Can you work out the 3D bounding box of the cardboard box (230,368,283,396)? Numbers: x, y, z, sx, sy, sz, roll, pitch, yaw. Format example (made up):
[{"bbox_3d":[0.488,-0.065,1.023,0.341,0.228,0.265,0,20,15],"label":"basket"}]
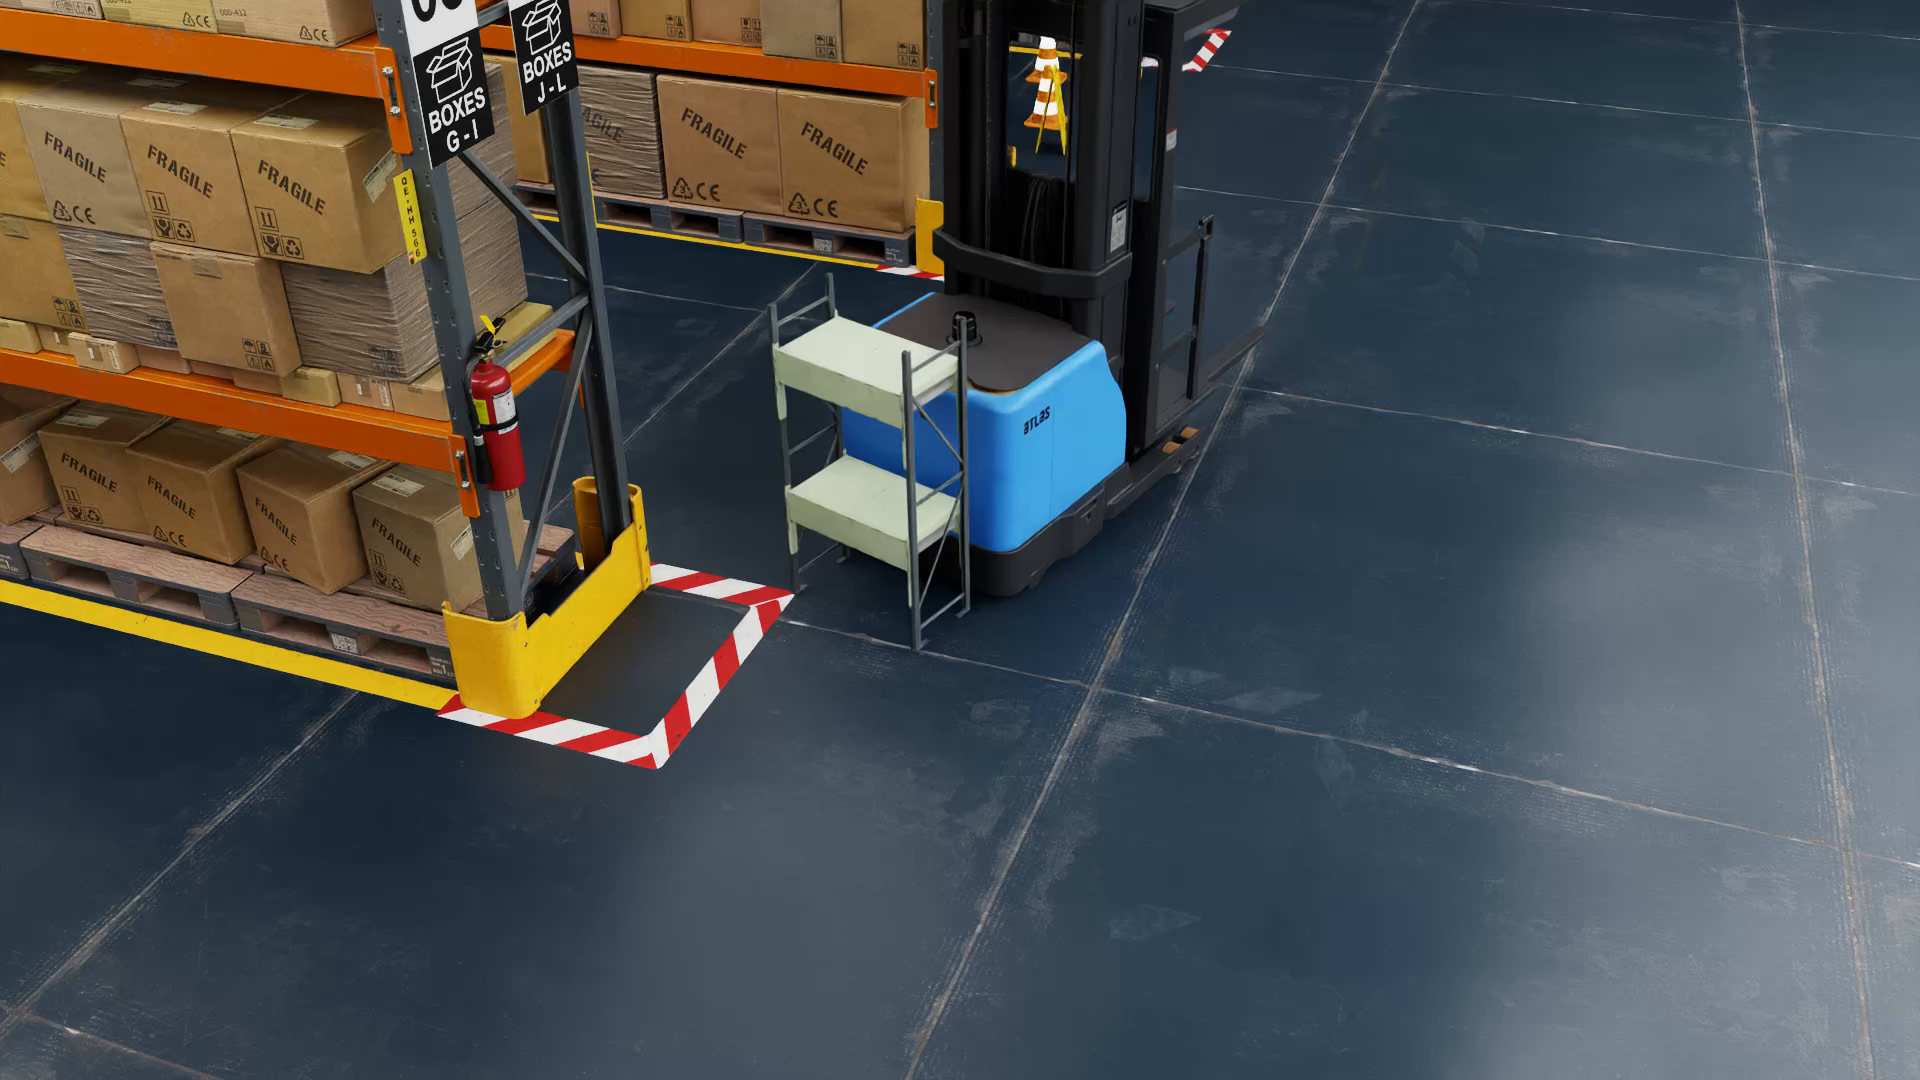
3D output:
[{"bbox_3d":[-2.797,-0.763,6.898,0.250,0.149,0.380,11,34,16],"label":"cardboard box"}]

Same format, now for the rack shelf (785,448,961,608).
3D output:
[{"bbox_3d":[-0.379,-0.064,7.557,0.720,0.370,0.431,23,41,31],"label":"rack shelf"}]

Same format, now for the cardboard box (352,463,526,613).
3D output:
[{"bbox_3d":[-2.323,-0.052,7.483,0.500,0.500,0.500,18,37,25],"label":"cardboard box"}]

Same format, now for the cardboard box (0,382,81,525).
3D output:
[{"bbox_3d":[-4.602,-0.467,8.125,0.500,0.500,0.500,23,39,31],"label":"cardboard box"}]

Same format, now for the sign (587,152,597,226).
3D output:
[{"bbox_3d":[-1.558,-1.444,6.923,0.005,0.325,0.100,11,34,16],"label":"sign"}]

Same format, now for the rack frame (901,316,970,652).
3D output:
[{"bbox_3d":[-0.094,-0.214,7.188,0.023,1.500,0.400,23,41,31],"label":"rack frame"}]

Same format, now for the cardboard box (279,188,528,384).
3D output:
[{"bbox_3d":[-2.250,-1.085,6.798,0.500,0.500,0.875,11,34,16],"label":"cardboard box"}]

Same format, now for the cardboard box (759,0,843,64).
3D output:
[{"bbox_3d":[-0.862,-3.514,10.790,0.550,0.550,0.875,11,34,16],"label":"cardboard box"}]

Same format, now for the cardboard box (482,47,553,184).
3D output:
[{"bbox_3d":[-3.170,-3.182,11.985,0.875,0.875,0.875,12,35,17],"label":"cardboard box"}]

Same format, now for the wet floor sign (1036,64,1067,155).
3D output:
[{"bbox_3d":[0.723,-3.334,12.819,0.232,0.644,0.267,5,33,8],"label":"wet floor sign"}]

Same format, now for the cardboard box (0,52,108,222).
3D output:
[{"bbox_3d":[-3.753,-1.641,6.739,0.500,0.500,0.500,11,34,16],"label":"cardboard box"}]

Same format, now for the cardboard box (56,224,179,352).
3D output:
[{"bbox_3d":[-3.217,-1.228,7.021,0.500,0.500,0.875,11,34,16],"label":"cardboard box"}]

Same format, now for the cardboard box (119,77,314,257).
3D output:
[{"bbox_3d":[-2.815,-1.453,6.447,0.500,0.500,0.500,11,34,16],"label":"cardboard box"}]

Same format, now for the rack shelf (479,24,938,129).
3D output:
[{"bbox_3d":[-1.855,-3.381,11.384,4.000,0.370,1.077,11,34,16],"label":"rack shelf"}]

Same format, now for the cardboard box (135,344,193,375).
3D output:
[{"bbox_3d":[-3.261,-0.865,7.055,0.250,0.149,0.380,11,34,16],"label":"cardboard box"}]

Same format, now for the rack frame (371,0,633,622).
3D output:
[{"bbox_3d":[-1.741,-0.803,6.728,0.127,3.000,1.000,11,34,16],"label":"rack frame"}]

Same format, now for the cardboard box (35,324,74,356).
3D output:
[{"bbox_3d":[-3.739,-0.946,7.182,0.250,0.149,0.380,11,34,16],"label":"cardboard box"}]

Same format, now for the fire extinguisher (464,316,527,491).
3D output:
[{"bbox_3d":[-1.789,-0.514,6.352,0.183,0.674,0.296,11,34,16],"label":"fire extinguisher"}]

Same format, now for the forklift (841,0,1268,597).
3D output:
[{"bbox_3d":[0.662,-1.719,8.210,1.130,2.935,3.031,21,38,29],"label":"forklift"}]

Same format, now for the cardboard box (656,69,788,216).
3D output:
[{"bbox_3d":[-1.462,-2.851,11.472,0.875,0.875,0.875,10,34,16],"label":"cardboard box"}]

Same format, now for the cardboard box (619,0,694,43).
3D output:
[{"bbox_3d":[-1.860,-3.757,11.165,0.500,0.550,0.875,11,34,16],"label":"cardboard box"}]

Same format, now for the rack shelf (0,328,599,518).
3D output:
[{"bbox_3d":[-3.624,-0.867,7.490,4.000,0.370,1.077,11,34,16],"label":"rack shelf"}]

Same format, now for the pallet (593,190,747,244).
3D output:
[{"bbox_3d":[-1.896,-2.476,11.891,1.213,0.211,1.003,11,34,16],"label":"pallet"}]

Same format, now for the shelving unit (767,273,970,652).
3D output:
[{"bbox_3d":[-0.384,-0.335,7.375,0.755,1.500,0.431,23,41,31],"label":"shelving unit"}]

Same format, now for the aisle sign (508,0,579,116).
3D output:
[{"bbox_3d":[-1.582,-2.037,6.243,0.004,0.787,0.394,11,34,16],"label":"aisle sign"}]

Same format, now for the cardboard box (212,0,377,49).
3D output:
[{"bbox_3d":[-2.281,-1.959,5.891,0.500,0.250,0.500,12,35,18],"label":"cardboard box"}]

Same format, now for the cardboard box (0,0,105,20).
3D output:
[{"bbox_3d":[-3.231,-2.147,6.182,0.500,0.250,0.500,12,35,18],"label":"cardboard box"}]

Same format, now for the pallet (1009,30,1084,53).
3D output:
[{"bbox_3d":[0.778,-4.872,15.602,1.213,0.211,1.003,11,34,16],"label":"pallet"}]

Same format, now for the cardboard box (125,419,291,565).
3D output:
[{"bbox_3d":[-3.481,-0.268,7.817,0.500,0.500,0.500,14,35,21],"label":"cardboard box"}]

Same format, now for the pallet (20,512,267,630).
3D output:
[{"bbox_3d":[-3.710,-0.036,8.112,1.213,0.211,1.003,11,34,16],"label":"pallet"}]

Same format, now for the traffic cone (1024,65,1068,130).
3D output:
[{"bbox_3d":[0.708,-3.588,13.381,0.334,0.463,0.336,11,34,16],"label":"traffic cone"}]

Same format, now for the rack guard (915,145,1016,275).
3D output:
[{"bbox_3d":[0.050,-2.263,11.293,0.348,0.500,1.175,11,34,16],"label":"rack guard"}]

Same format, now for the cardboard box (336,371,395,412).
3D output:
[{"bbox_3d":[-2.314,-0.690,6.785,0.250,0.149,0.380,11,34,16],"label":"cardboard box"}]

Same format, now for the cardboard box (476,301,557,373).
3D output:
[{"bbox_3d":[-1.929,-0.871,7.066,0.250,0.149,0.380,11,34,16],"label":"cardboard box"}]
